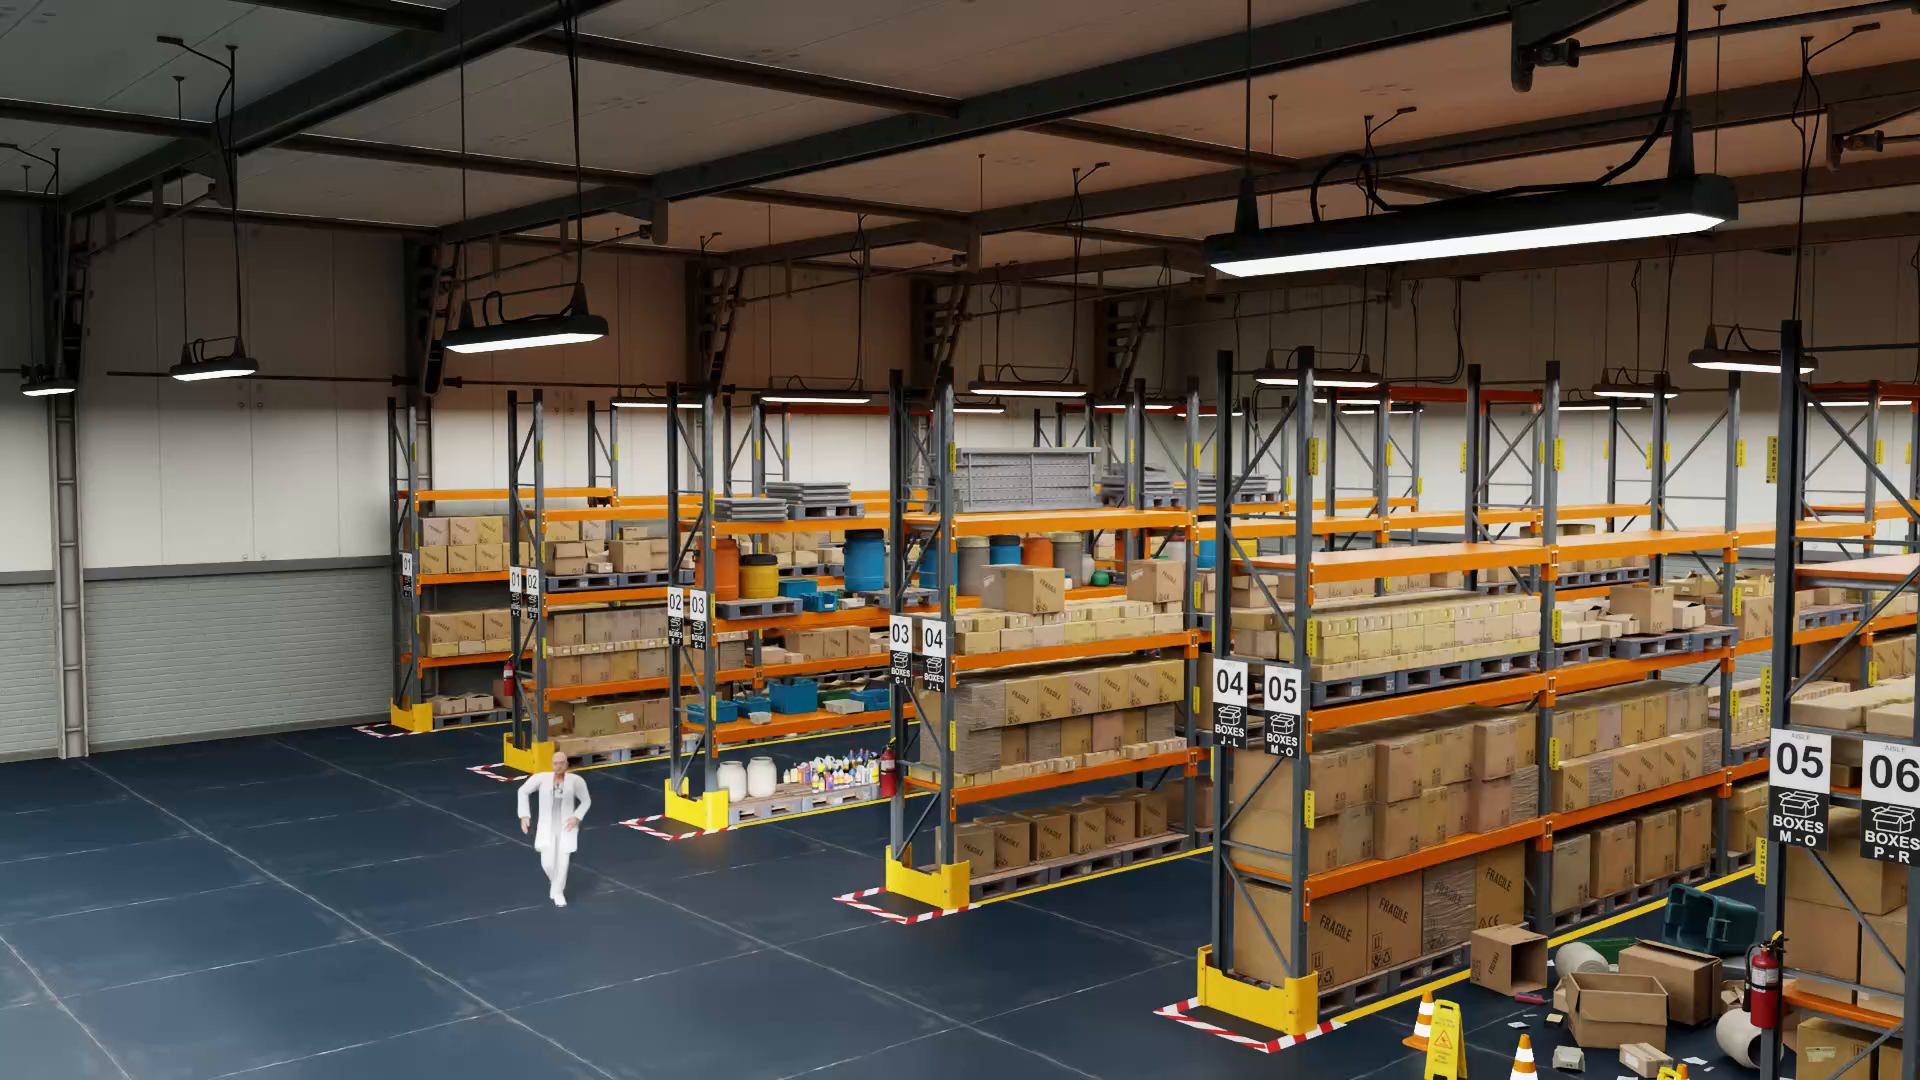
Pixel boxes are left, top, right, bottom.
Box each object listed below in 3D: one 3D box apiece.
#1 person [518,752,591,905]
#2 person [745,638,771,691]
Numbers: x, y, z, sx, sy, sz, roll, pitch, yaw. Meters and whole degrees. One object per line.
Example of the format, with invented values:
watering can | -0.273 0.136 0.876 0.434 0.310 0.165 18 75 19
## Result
person | -4.508 3.218 18.516 0.795 1.737 0.597 -1 3 -10
person | -3.780 2.583 31.056 0.539 1.544 0.898 3 4 38
